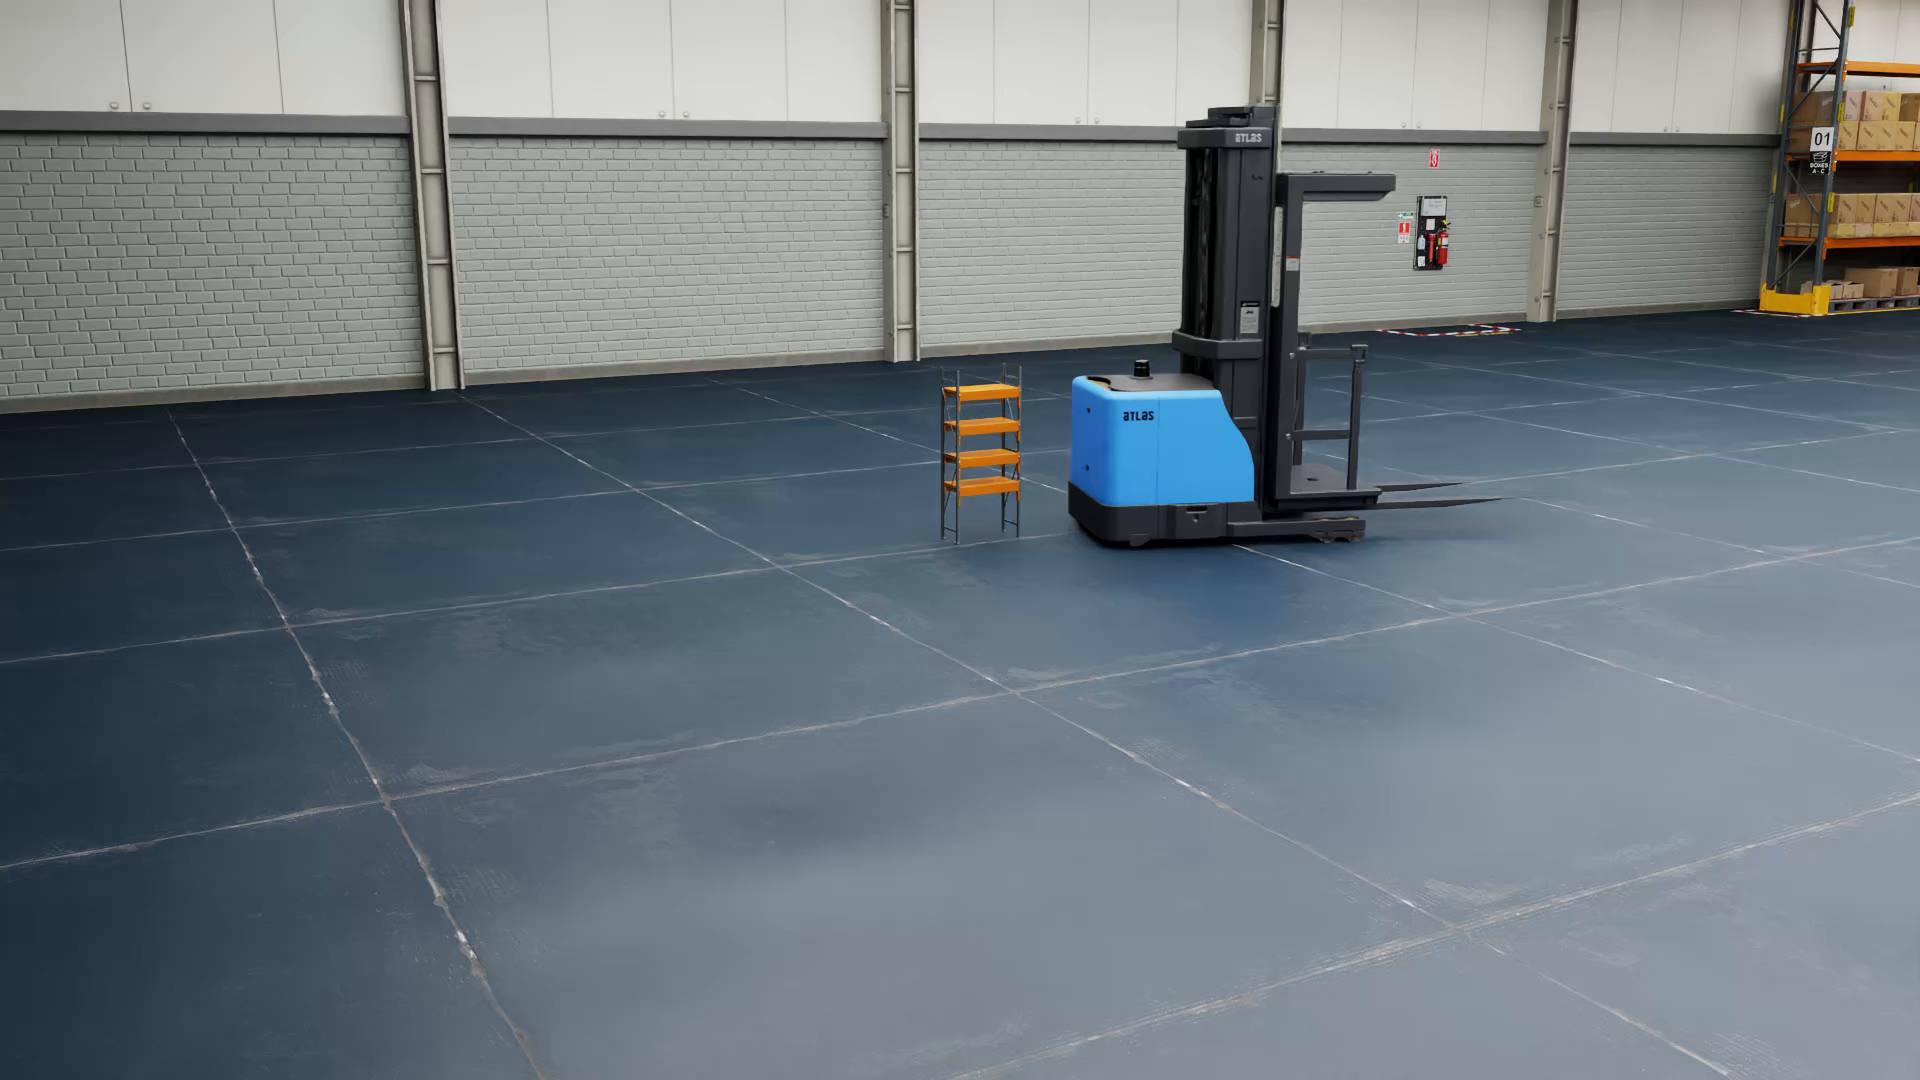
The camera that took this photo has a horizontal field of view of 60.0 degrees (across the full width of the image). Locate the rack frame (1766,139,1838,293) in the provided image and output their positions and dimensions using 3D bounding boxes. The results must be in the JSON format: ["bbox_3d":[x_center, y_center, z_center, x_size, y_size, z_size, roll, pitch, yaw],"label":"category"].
[{"bbox_3d":[14.819,-5.532,29.358,0.127,3.000,1.000,-7,14,-28],"label":"rack frame"}]

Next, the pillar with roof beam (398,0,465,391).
[{"bbox_3d":[-3.983,-5.345,14.862,0.400,9.000,9.100,-7,14,-28],"label":"pillar with roof beam"}]

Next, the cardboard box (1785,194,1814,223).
[{"bbox_3d":[15.131,-5.925,29.692,0.500,0.500,0.500,-7,14,-28],"label":"cardboard box"}]

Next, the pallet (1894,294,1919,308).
[{"bbox_3d":[17.758,-4.515,31.190,1.213,0.211,1.003,-7,14,-28],"label":"pallet"}]

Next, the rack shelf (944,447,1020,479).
[{"bbox_3d":[0.145,-0.537,11.570,0.480,0.148,0.258,-7,14,-28],"label":"rack shelf"}]

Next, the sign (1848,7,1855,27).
[{"bbox_3d":[15.079,-8.848,28.124,0.005,0.325,0.100,-7,14,-28],"label":"sign"}]

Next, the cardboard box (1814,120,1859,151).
[{"bbox_3d":[15.233,-7.041,28.958,0.500,0.500,0.500,-6,14,-26],"label":"cardboard box"}]

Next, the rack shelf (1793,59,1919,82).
[{"bbox_3d":[16.575,-8.317,29.714,4.000,0.370,1.077,-7,14,-28],"label":"rack shelf"}]

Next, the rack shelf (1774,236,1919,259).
[{"bbox_3d":[16.575,-5.391,30.372,4.000,0.370,1.077,-7,14,-28],"label":"rack shelf"}]

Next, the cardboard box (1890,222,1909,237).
[{"bbox_3d":[16.744,-5.621,30.051,0.500,0.250,0.500,-7,14,-27],"label":"cardboard box"}]

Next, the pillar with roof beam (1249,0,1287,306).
[{"bbox_3d":[6.549,-6.607,20.472,0.400,9.000,9.100,-7,14,-28],"label":"pillar with roof beam"}]

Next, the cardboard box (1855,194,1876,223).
[{"bbox_3d":[15.821,-5.877,29.478,0.500,0.500,0.500,-7,14,-28],"label":"cardboard box"}]

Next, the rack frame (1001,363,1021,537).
[{"bbox_3d":[0.359,-0.628,11.669,0.015,1.200,0.240,-7,14,-28],"label":"rack frame"}]

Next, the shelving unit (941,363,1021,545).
[{"bbox_3d":[0.145,-0.603,11.555,0.503,1.200,0.258,-7,14,-28],"label":"shelving unit"}]

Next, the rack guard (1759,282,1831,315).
[{"bbox_3d":[14.886,-4.320,29.668,0.348,0.500,1.175,-7,14,-28],"label":"rack guard"}]

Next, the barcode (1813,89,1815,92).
[{"bbox_3d":[15.203,-7.996,29.602,0.075,0.075,0.001,-7,14,-28],"label":"barcode"}]

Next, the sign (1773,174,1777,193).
[{"bbox_3d":[14.571,-6.360,29.681,0.005,0.325,0.100,-7,14,-28],"label":"sign"}]

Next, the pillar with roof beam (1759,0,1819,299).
[{"bbox_3d":[17.082,-7.869,26.081,0.400,9.000,9.100,-7,14,-28],"label":"pillar with roof beam"}]

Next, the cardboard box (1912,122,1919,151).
[{"bbox_3d":[17.087,-7.258,29.921,0.500,0.500,0.500,-7,15,-30],"label":"cardboard box"}]

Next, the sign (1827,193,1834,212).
[{"bbox_3d":[15.080,-5.850,28.799,0.005,0.325,0.100,-7,14,-28],"label":"sign"}]

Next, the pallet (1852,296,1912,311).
[{"bbox_3d":[16.686,-4.386,30.616,1.213,0.211,1.003,-7,14,-28],"label":"pallet"}]

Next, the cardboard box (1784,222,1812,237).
[{"bbox_3d":[15.137,-5.555,29.757,0.500,0.250,0.500,-7,14,-27],"label":"cardboard box"}]

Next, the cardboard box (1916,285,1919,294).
[{"bbox_3d":[17.875,-4.723,31.215,0.250,0.166,0.380,-9,16,-35],"label":"cardboard box"}]

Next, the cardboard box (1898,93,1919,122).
[{"bbox_3d":[17.091,-7.741,29.791,0.500,0.500,0.500,-7,15,-30],"label":"cardboard box"}]

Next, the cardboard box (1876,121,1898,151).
[{"bbox_3d":[16.175,-7.146,29.425,0.500,0.500,0.500,-6,14,-25],"label":"cardboard box"}]

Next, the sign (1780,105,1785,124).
[{"bbox_3d":[14.571,-7.536,29.416,0.005,0.325,0.100,-7,14,-28],"label":"sign"}]

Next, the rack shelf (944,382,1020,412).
[{"bbox_3d":[0.145,-0.986,11.469,0.480,0.148,0.258,-7,14,-28],"label":"rack shelf"}]

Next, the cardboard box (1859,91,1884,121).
[{"bbox_3d":[15.738,-7.578,29.069,0.500,0.500,0.500,-7,14,-29],"label":"cardboard box"}]

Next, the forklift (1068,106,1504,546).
[{"bbox_3d":[2.359,-1.523,11.702,3.031,2.935,1.130,-2,13,-10],"label":"forklift"}]

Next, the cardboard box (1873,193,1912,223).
[{"bbox_3d":[16.725,-5.986,29.966,0.500,0.500,0.500,-6,14,-26],"label":"cardboard box"}]

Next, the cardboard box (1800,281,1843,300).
[{"bbox_3d":[15.470,-4.490,29.851,0.500,0.311,0.500,-9,15,-34],"label":"cardboard box"}]

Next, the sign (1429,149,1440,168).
[{"bbox_3d":[7.511,-6.038,26.326,0.199,0.298,0.001,-7,14,-28],"label":"sign"}]

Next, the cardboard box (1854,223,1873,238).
[{"bbox_3d":[15.849,-5.516,29.584,0.500,0.250,0.500,-7,15,-30],"label":"cardboard box"}]

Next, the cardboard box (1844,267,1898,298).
[{"bbox_3d":[16.638,-4.710,30.397,0.500,0.500,0.700,-8,15,-31],"label":"cardboard box"}]
